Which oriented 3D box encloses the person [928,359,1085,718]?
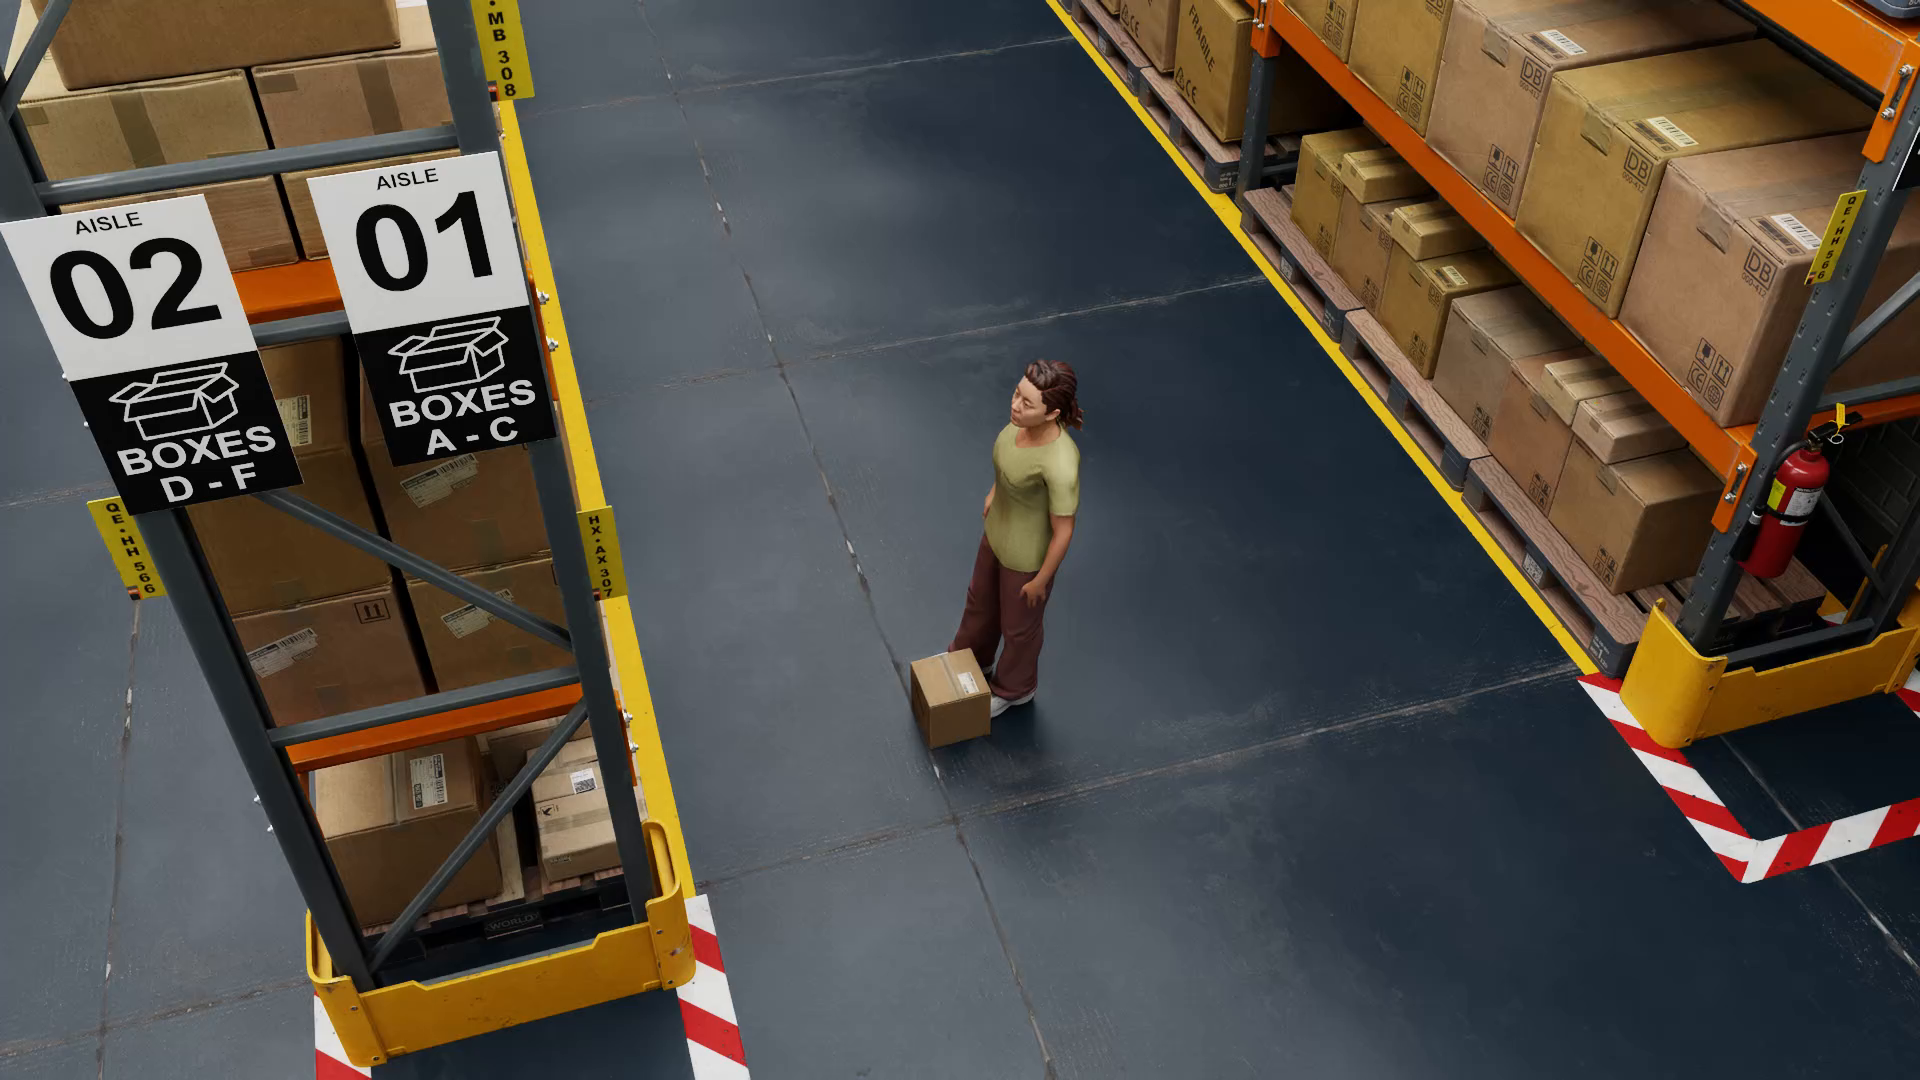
[{"bbox_3d":[0.161,0.026,6.120,0.549,1.676,0.555,-12,44,-13],"label":"person"}]
